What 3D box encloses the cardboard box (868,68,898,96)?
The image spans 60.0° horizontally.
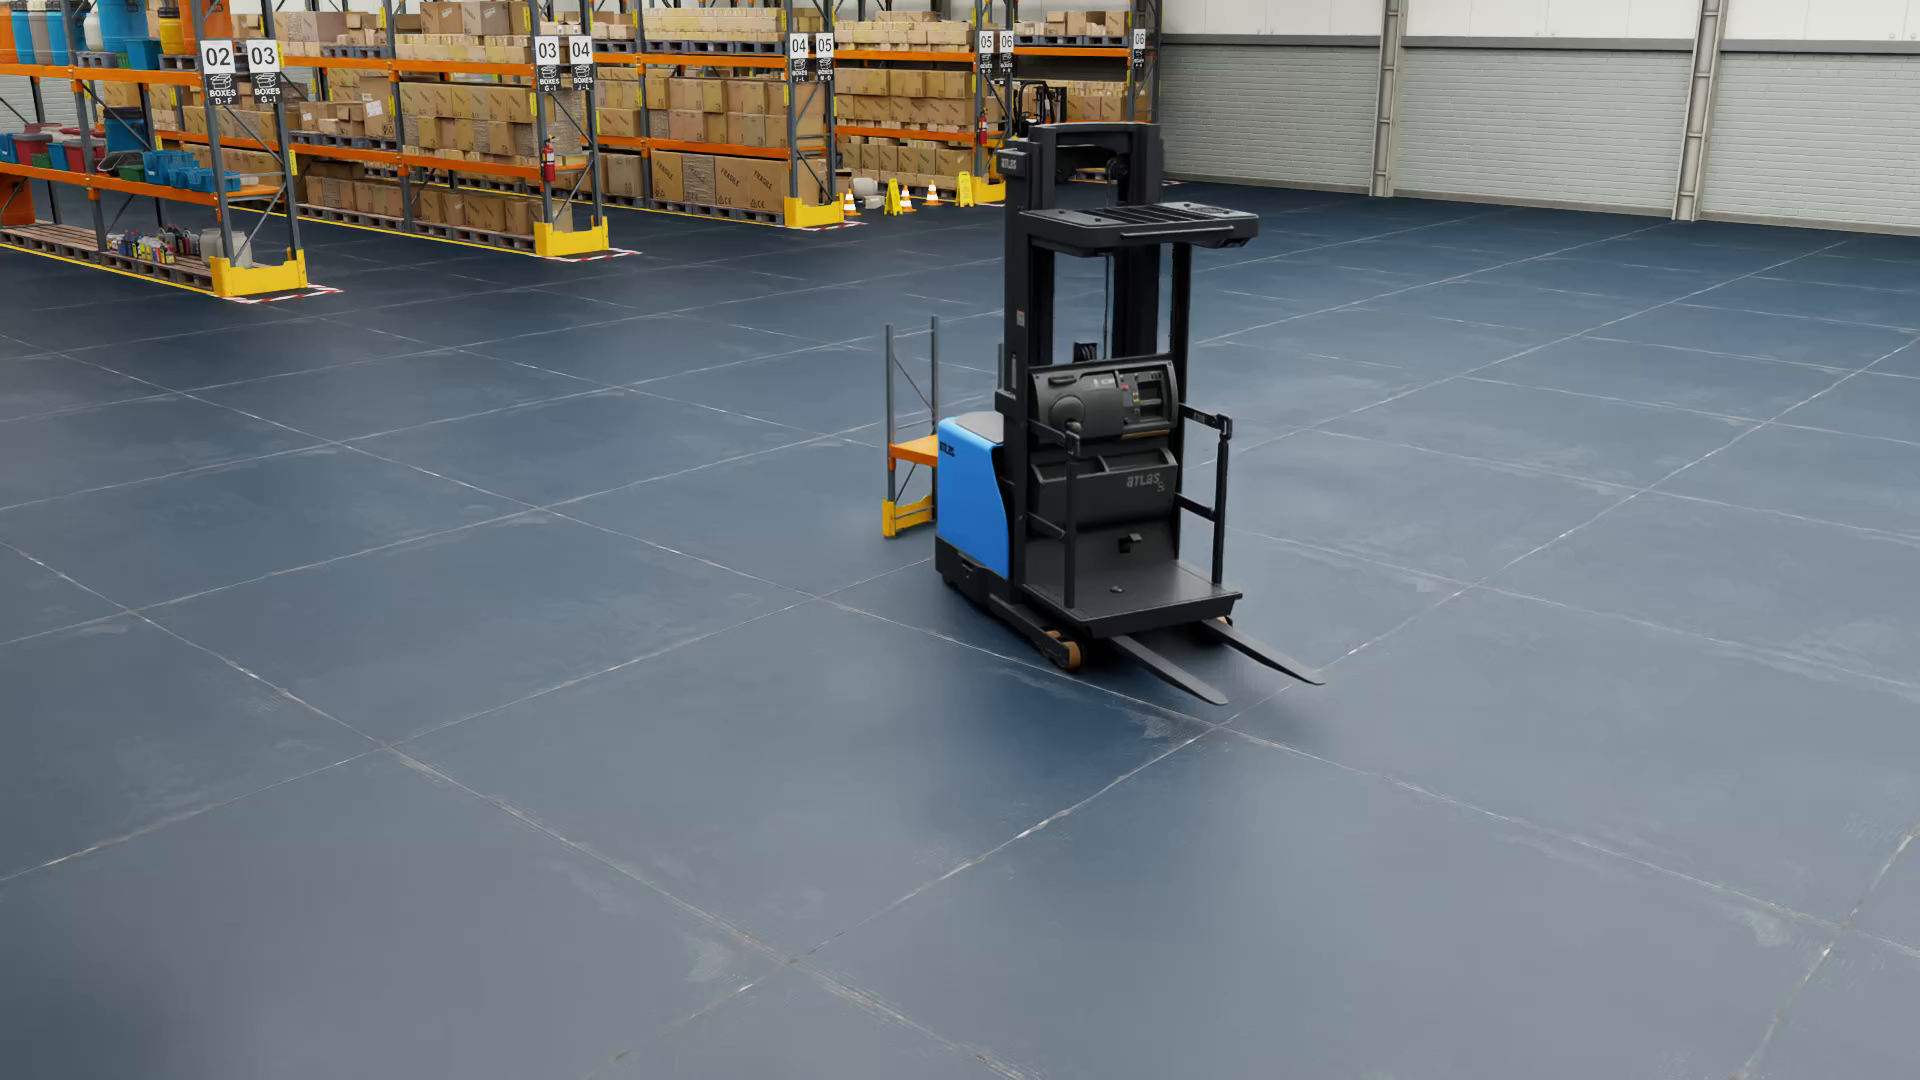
[{"bbox_3d":[-1.433,-9.229,33.495,0.500,0.500,0.700,14,23,38],"label":"cardboard box"}]

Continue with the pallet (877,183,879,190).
[{"bbox_3d":[-1.818,-7.458,34.837,1.213,0.211,1.003,15,23,39],"label":"pallet"}]

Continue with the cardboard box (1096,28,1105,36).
[{"bbox_3d":[3.119,-10.890,35.639,0.250,0.149,0.380,14,22,38],"label":"cardboard box"}]

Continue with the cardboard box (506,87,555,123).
[{"bbox_3d":[-6.505,-6.590,25.180,0.500,0.500,0.500,15,23,39],"label":"cardboard box"}]

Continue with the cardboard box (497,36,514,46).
[{"bbox_3d":[-6.739,-7.511,25.025,0.250,0.149,0.380,14,22,37],"label":"cardboard box"}]

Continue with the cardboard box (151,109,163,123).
[{"bbox_3d":[-15.798,-8.481,33.207,0.500,0.250,0.500,16,24,41],"label":"cardboard box"}]

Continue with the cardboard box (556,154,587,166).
[{"bbox_3d":[-5.985,-5.861,25.608,0.250,0.149,0.380,15,23,39],"label":"cardboard box"}]

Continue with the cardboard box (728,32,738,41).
[{"bbox_3d":[-3.797,-8.723,28.810,0.250,0.149,0.380,15,23,38],"label":"cardboard box"}]

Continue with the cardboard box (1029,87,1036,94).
[{"bbox_3d":[1.751,-10.054,37.170,0.250,0.149,0.380,15,23,39],"label":"cardboard box"}]

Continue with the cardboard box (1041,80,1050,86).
[{"bbox_3d":[2.006,-10.165,37.026,0.250,0.149,0.380,15,23,39],"label":"cardboard box"}]

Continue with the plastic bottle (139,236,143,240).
[{"bbox_3d":[-11.692,-4.203,23.753,0.097,0.271,0.097,0,18,0],"label":"plastic bottle"}]

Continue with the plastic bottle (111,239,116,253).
[{"bbox_3d":[-12.186,-4.244,23.998,0.097,0.201,0.097,0,18,0],"label":"plastic bottle"}]

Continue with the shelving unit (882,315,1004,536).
[{"bbox_3d":[0.040,-0.713,11.453,1.083,1.500,0.587,15,23,40],"label":"shelving unit"}]

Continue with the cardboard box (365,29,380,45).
[{"bbox_3d":[-9.691,-8.404,27.777,0.258,0.266,0.396,16,24,41],"label":"cardboard box"}]

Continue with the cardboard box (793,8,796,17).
[{"bbox_3d":[-2.787,-9.098,28.674,0.250,0.149,0.380,15,23,40],"label":"cardboard box"}]

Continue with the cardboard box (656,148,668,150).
[{"bbox_3d":[-6.461,-9.242,38.667,0.875,0.875,0.875,15,23,40],"label":"cardboard box"}]

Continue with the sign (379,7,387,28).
[{"bbox_3d":[-9.287,-8.410,26.761,0.005,0.325,0.100,15,23,39],"label":"sign"}]

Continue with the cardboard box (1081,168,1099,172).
[{"bbox_3d":[3.013,-8.249,36.571,0.500,0.250,0.500,15,23,39],"label":"cardboard box"}]

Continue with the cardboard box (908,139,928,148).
[{"bbox_3d":[-0.825,-7.932,33.260,0.250,0.149,0.380,16,24,42],"label":"cardboard box"}]

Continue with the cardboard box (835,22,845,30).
[{"bbox_3d":[-2.325,-10.467,33.847,0.250,0.149,0.380,15,23,38],"label":"cardboard box"}]

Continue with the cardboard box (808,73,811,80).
[{"bbox_3d":[-3.363,-9.790,35.151,0.250,0.149,0.380,14,22,38],"label":"cardboard box"}]

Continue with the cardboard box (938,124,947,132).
[{"bbox_3d":[-0.214,-8.100,32.665,0.250,0.149,0.380,15,23,38],"label":"cardboard box"}]

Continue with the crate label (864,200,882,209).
[{"bbox_3d":[-1.641,-6.366,31.517,0.298,0.136,0.250,4,18,11],"label":"crate label"}]

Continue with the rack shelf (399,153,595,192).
[{"bbox_3d":[-7.426,-5.928,26.594,4.000,0.370,1.077,15,23,39],"label":"rack shelf"}]

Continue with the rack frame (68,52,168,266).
[{"bbox_3d":[-12.209,-5.552,24.219,0.127,3.000,1.000,15,23,39],"label":"rack frame"}]

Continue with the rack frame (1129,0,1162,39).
[{"bbox_3d":[3.940,-12.094,34.918,0.127,3.000,1.000,15,23,39],"label":"rack frame"}]

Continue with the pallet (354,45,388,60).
[{"bbox_3d":[-9.313,-8.161,27.792,1.003,0.211,1.213,15,23,39],"label":"pallet"}]

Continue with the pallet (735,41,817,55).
[{"bbox_3d":[-3.124,-8.505,28.713,1.213,0.211,1.003,15,23,39],"label":"pallet"}]

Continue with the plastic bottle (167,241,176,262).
[{"bbox_3d":[-10.982,-4.014,23.138,0.133,0.283,0.061,15,23,39],"label":"plastic bottle"}]

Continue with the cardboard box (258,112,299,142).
[{"bbox_3d":[-12.447,-7.566,30.401,0.500,0.500,0.500,16,24,41],"label":"cardboard box"}]

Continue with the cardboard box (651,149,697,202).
[{"bbox_3d":[-5.130,-6.819,31.032,0.875,0.875,0.875,15,23,40],"label":"cardboard box"}]

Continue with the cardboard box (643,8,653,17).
[{"bbox_3d":[-5.507,-9.562,30.135,0.250,0.149,0.380,15,23,40],"label":"cardboard box"}]

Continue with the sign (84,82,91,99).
[{"bbox_3d":[-18.270,-9.408,34.808,0.005,0.325,0.100,15,23,39],"label":"sign"}]

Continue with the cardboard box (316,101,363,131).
[{"bbox_3d":[-10.999,-7.534,29.607,0.700,0.500,0.500,-14,22,-38],"label":"cardboard box"}]

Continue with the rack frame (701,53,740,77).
[{"bbox_3d":[-5.335,-9.717,37.346,0.127,3.000,1.000,15,23,39],"label":"rack frame"}]

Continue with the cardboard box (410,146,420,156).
[{"bbox_3d":[-8.782,-6.388,27.270,0.250,0.149,0.380,15,23,39],"label":"cardboard box"}]

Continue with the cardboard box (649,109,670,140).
[{"bbox_3d":[-5.270,-7.774,30.975,0.550,0.550,0.875,15,23,39],"label":"cardboard box"}]

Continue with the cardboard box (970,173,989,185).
[{"bbox_3d":[0.228,-7.225,33.344,0.500,0.250,0.500,15,23,39],"label":"cardboard box"}]

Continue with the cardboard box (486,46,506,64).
[{"bbox_3d":[-6.834,-7.366,25.226,0.500,0.250,0.500,15,23,40],"label":"cardboard box"}]

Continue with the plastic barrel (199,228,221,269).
[{"bbox_3d":[-10.135,-3.978,22.681,0.421,0.512,0.421,0,18,0],"label":"plastic barrel"}]

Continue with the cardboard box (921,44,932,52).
[{"bbox_3d":[-0.551,-9.638,32.553,0.250,0.149,0.380,15,23,39],"label":"cardboard box"}]

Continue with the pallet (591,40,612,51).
[{"bbox_3d":[-7.190,-9.576,32.253,1.213,0.211,1.003,16,24,42],"label":"pallet"}]

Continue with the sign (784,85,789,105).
[{"bbox_3d":[-2.932,-7.516,28.103,0.005,0.325,0.100,15,23,39],"label":"sign"}]

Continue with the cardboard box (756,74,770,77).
[{"bbox_3d":[-4.822,-11.744,42.873,0.500,0.500,0.700,16,23,41],"label":"cardboard box"}]

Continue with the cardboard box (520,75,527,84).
[{"bbox_3d":[-10.758,-11.585,41.412,0.500,0.500,0.500,14,23,38],"label":"cardboard box"}]

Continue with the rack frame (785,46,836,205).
[{"bbox_3d":[-2.562,-6.971,28.692,0.127,3.000,1.000,15,23,39],"label":"rack frame"}]

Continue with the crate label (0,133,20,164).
[{"bbox_3d":[-14.637,-6.111,25.923,0.616,0.435,0.502,15,23,39],"label":"crate label"}]

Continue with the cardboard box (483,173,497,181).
[{"bbox_3d":[-9.597,-7.764,34.629,0.500,0.500,0.500,16,24,41],"label":"cardboard box"}]

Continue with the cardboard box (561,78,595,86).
[{"bbox_3d":[-7.452,-8.805,32.654,0.500,0.500,0.700,15,23,38],"label":"cardboard box"}]

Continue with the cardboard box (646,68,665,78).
[{"bbox_3d":[-7.026,-10.592,38.283,0.500,0.500,0.500,15,23,38],"label":"cardboard box"}]

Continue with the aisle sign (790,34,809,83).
[{"bbox_3d":[-2.708,-8.128,28.040,0.004,0.787,0.394,15,23,39],"label":"aisle sign"}]

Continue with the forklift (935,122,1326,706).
[{"bbox_3d":[0.938,-0.813,9.401,1.130,2.935,3.031,-8,19,-25],"label":"forklift"}]
